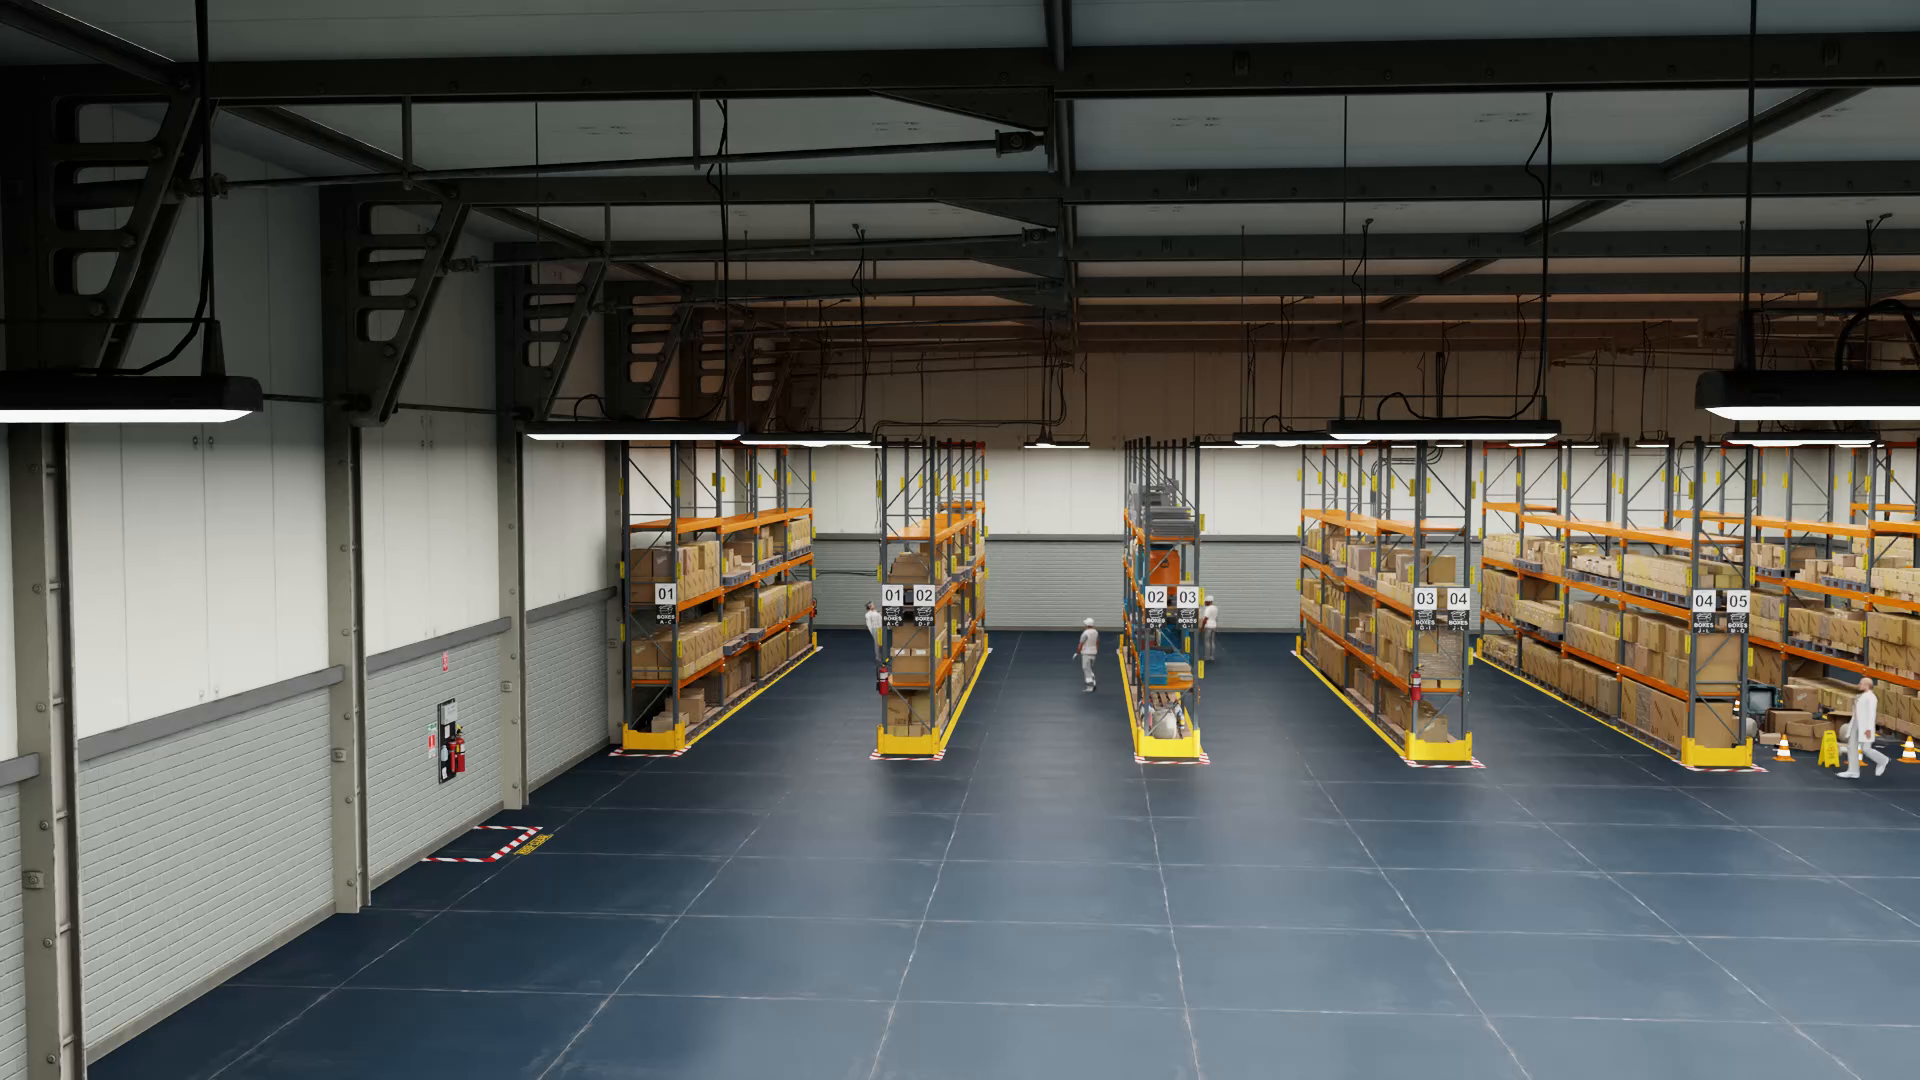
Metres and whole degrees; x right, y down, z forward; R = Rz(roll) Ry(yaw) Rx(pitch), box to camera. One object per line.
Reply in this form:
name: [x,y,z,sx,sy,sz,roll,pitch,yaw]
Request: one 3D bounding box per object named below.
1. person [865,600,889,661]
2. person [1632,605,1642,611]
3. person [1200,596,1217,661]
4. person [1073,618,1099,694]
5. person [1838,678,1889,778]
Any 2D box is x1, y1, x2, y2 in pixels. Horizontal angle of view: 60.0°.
person: [-2.280,2.494,45.784,0.525,1.645,0.734,-2,4,-33]
person: [17.330,2.561,42.697,0.606,1.819,0.589,-1,3,-14]
person: [6.775,2.404,45.427,0.407,1.777,0.579,2,4,36]
person: [3.031,2.749,39.365,0.619,1.820,0.516,-3,4,-43]
person: [15.811,3.280,29.020,0.802,1.762,0.554,-1,3,-19]
